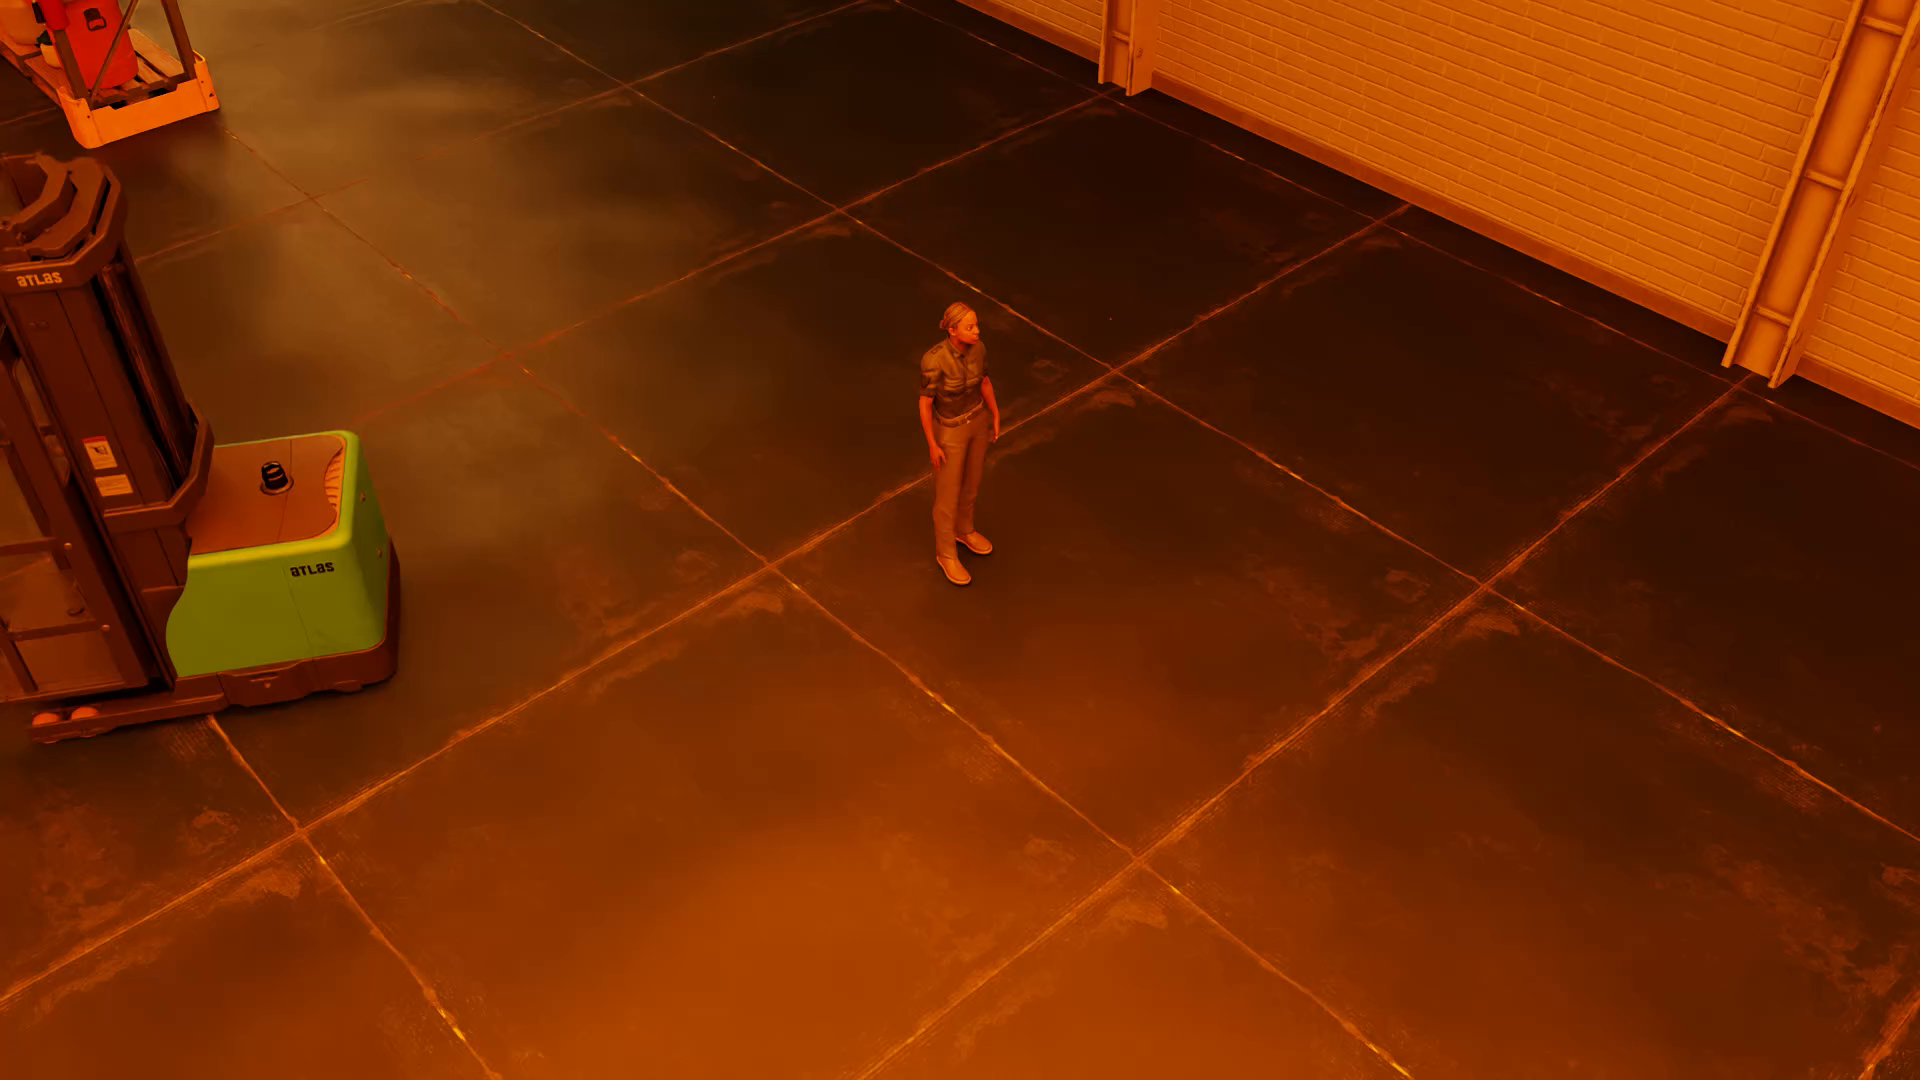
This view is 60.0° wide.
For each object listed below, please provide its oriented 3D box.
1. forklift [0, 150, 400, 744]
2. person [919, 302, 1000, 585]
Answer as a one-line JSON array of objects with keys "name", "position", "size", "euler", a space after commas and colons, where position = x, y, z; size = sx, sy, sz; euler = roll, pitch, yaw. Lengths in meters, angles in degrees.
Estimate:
[{"name": "forklift", "position": [-4.702, -0.403, 8.375], "size": [3.031, 2.935, 1.130], "euler": [-8, 42, -10]}, {"name": "person", "position": [0.044, -0.581, 9.548], "size": [0.569, 1.654, 0.504], "euler": [-31, 50, -31]}]
